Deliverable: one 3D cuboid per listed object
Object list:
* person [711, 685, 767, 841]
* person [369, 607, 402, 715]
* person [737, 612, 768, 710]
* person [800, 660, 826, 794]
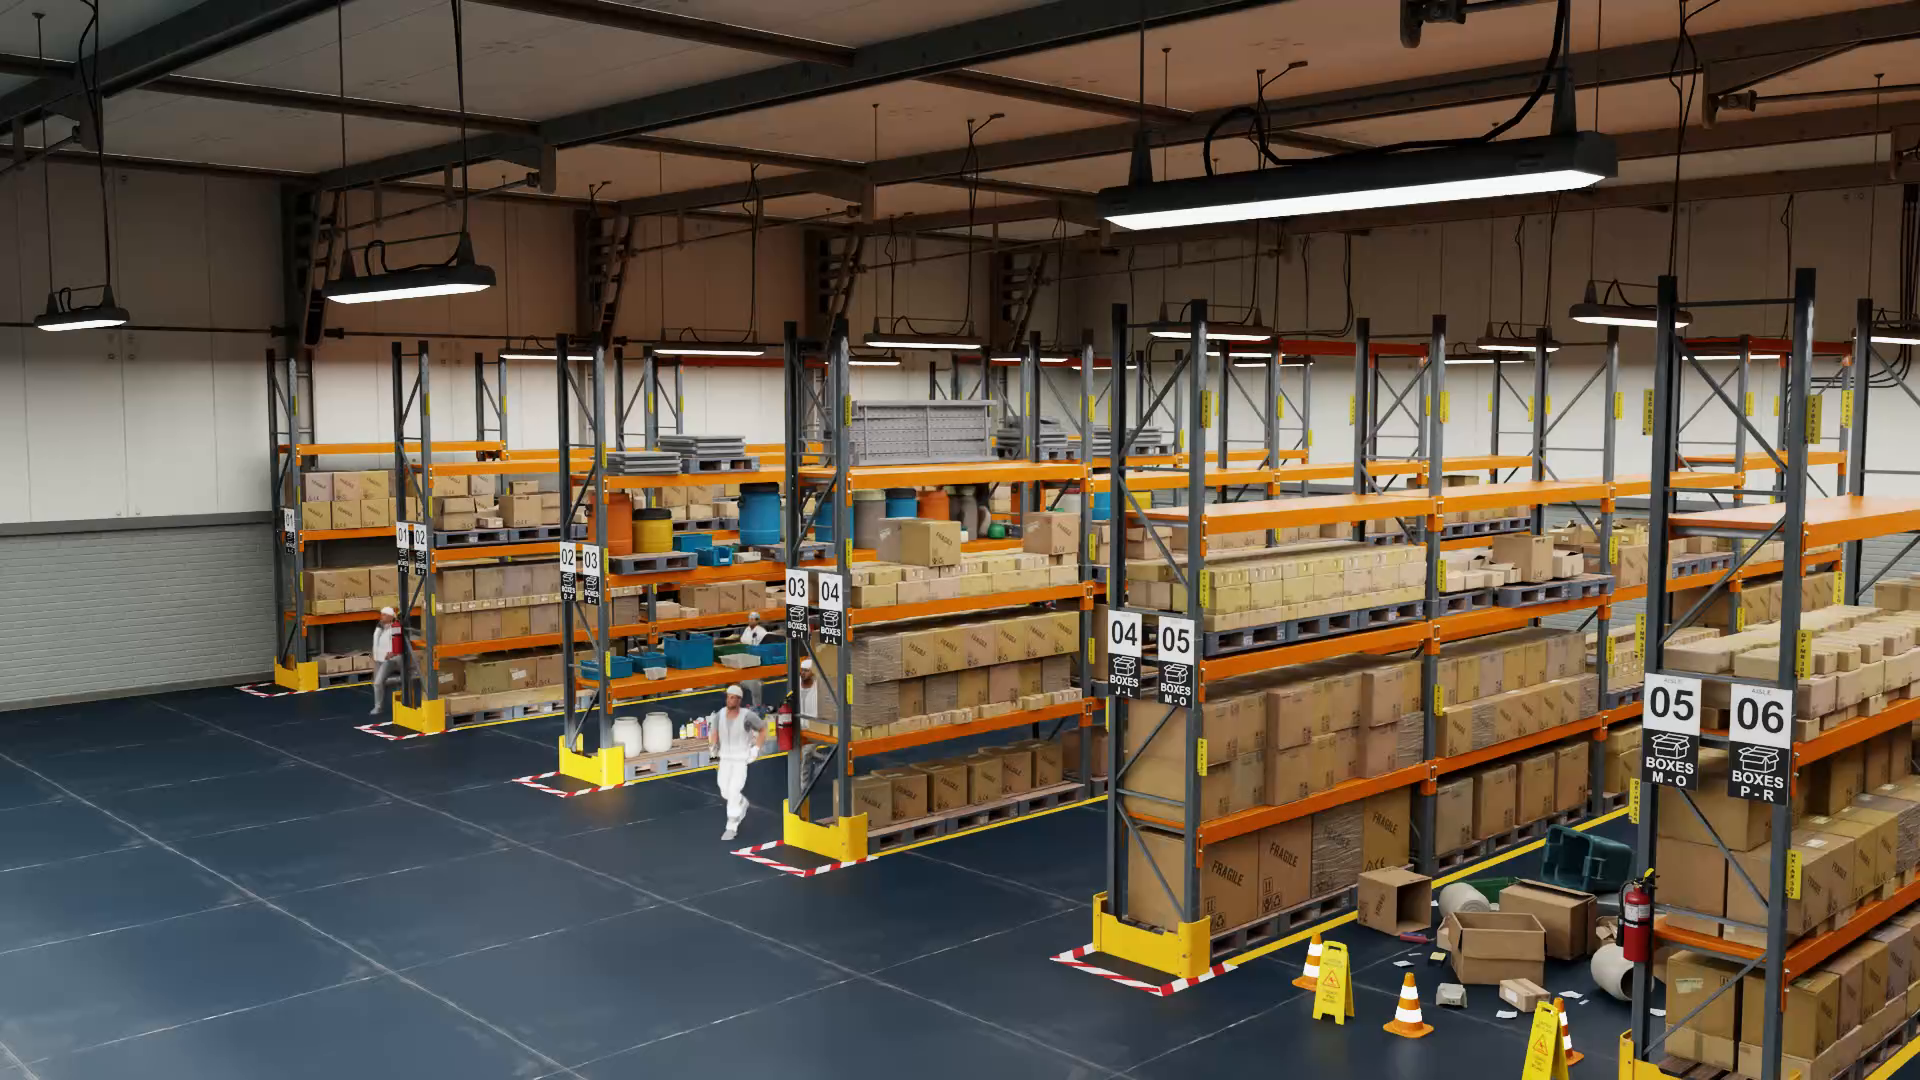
[{"bbox_3d":[-2.626,2.589,19.622,0.688,1.782,0.784,2,5,20],"label":"person"},{"bbox_3d":[-9.385,1.962,27.314,0.654,1.741,0.844,3,6,34],"label":"person"},{"bbox_3d":[-3.411,1.993,27.451,0.615,1.626,0.546,4,6,37],"label":"person"},{"bbox_3d":[-1.959,2.421,21.700,0.693,1.766,0.896,2,5,22],"label":"person"}]
